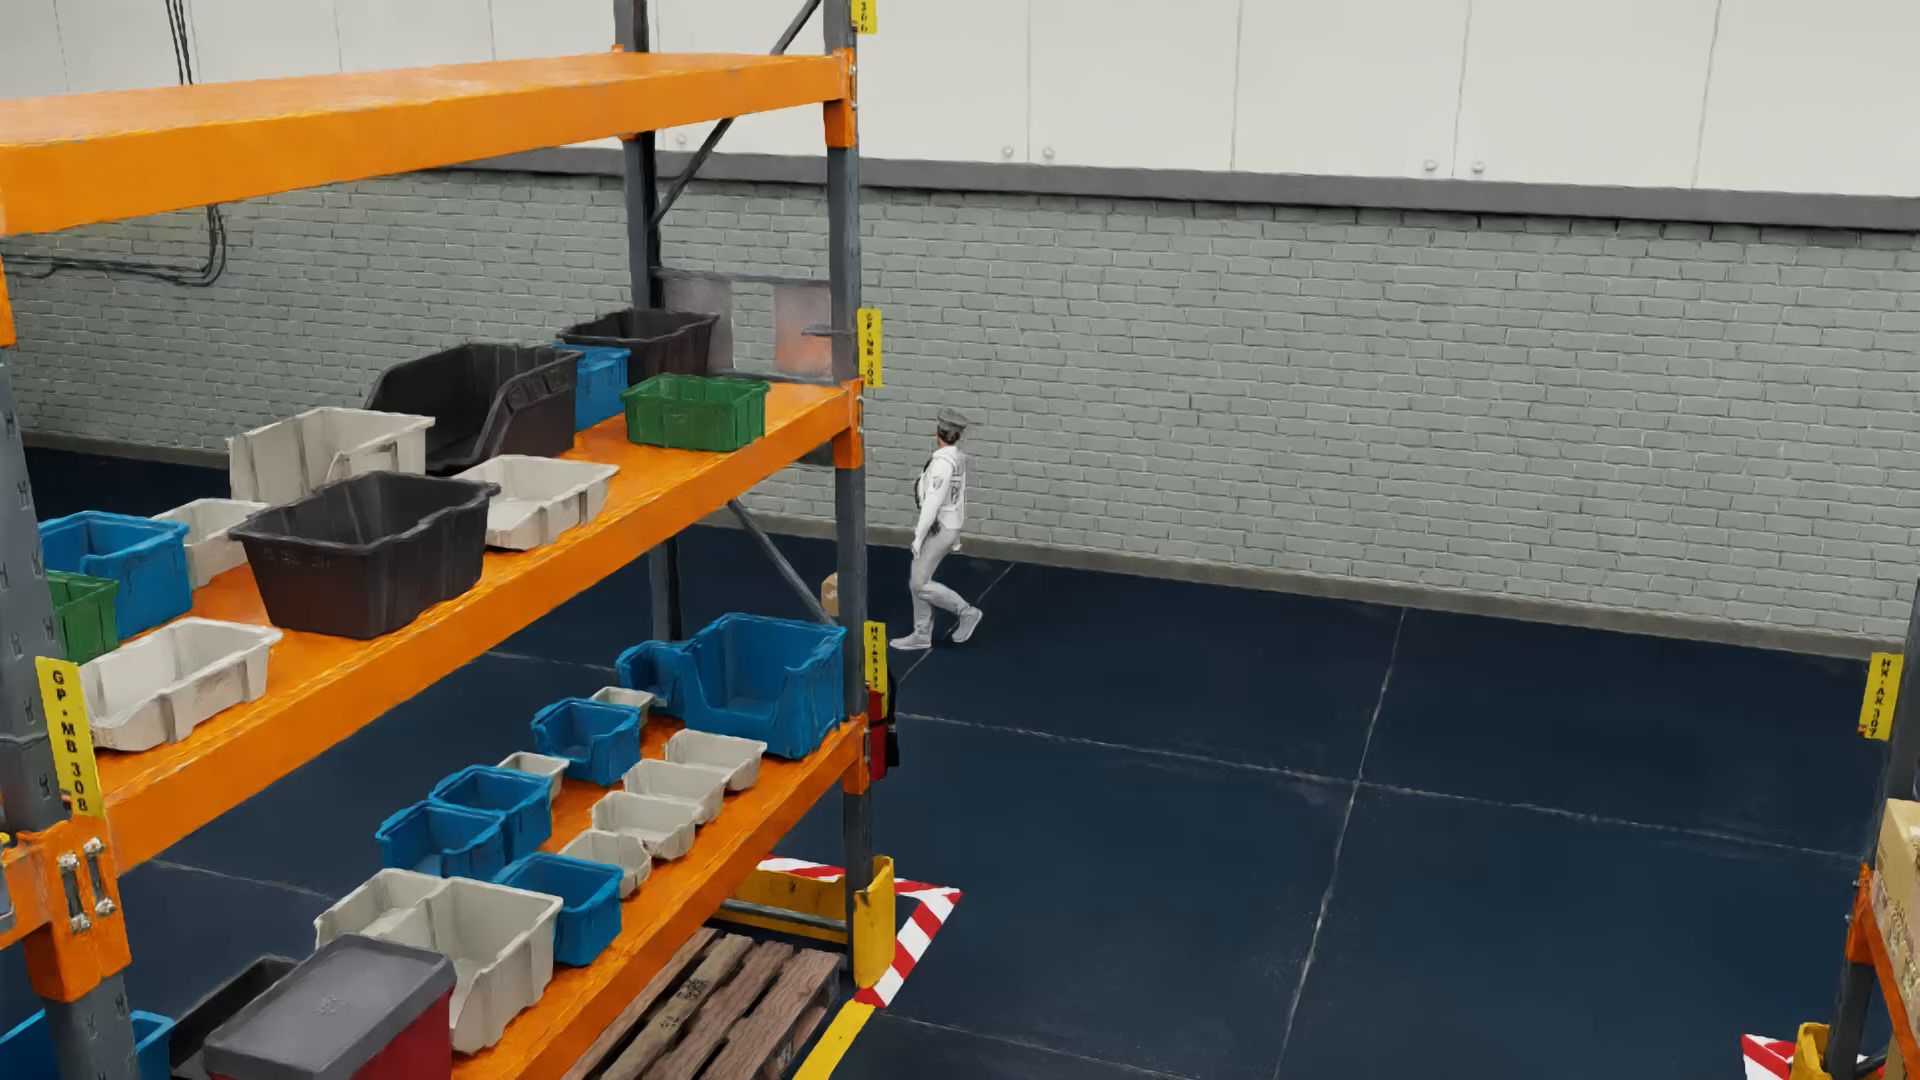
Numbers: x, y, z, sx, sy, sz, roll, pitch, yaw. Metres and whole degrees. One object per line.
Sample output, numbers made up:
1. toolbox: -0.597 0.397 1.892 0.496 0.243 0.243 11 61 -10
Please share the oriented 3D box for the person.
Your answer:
1. person: -0.138 -0.067 11.301 0.638 1.623 0.518 3 19 9
